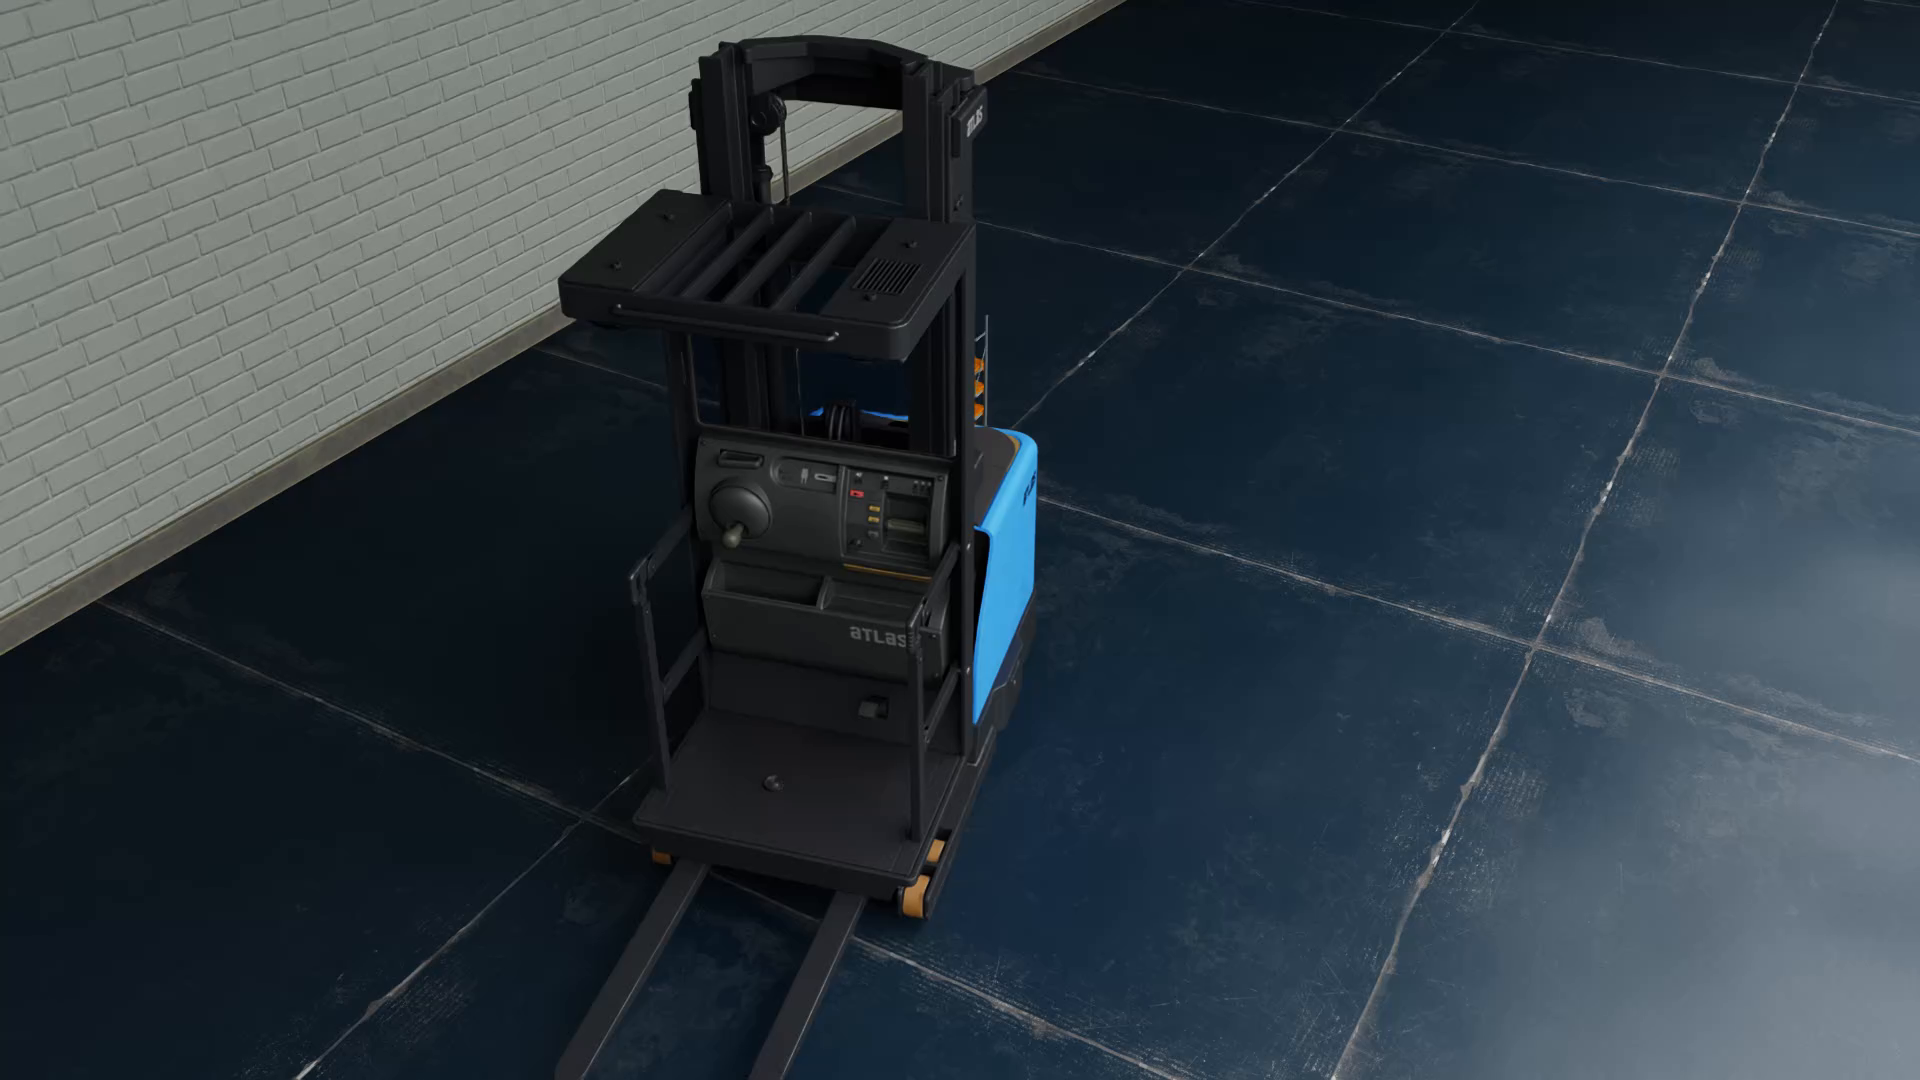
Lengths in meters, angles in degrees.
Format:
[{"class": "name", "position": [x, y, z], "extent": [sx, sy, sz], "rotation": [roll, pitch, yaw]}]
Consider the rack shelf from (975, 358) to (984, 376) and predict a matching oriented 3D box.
[{"class": "rack shelf", "position": [-0.013, -0.766, 7.749], "extent": [0.180, 0.103, 0.258], "rotation": [18, 37, 24]}]

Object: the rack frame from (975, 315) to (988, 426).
[{"class": "rack frame", "position": [0.067, -0.478, 7.886], "extent": [0.006, 1.200, 0.240], "rotation": [18, 37, 24]}]

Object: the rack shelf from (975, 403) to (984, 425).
[{"class": "rack shelf", "position": [-0.013, -0.566, 7.882], "extent": [0.180, 0.103, 0.258], "rotation": [18, 37, 24]}]

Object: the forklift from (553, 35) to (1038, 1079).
[{"class": "forklift", "position": [-0.554, -0.065, 5.704], "extent": [1.130, 2.935, 3.031], "rotation": [9, 35, 13]}]

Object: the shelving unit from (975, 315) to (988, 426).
[{"class": "shelving unit", "position": [-0.013, -0.503, 7.923], "extent": [0.189, 1.200, 0.258], "rotation": [18, 37, 24]}]

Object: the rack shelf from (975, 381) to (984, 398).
[{"class": "rack shelf", "position": [-0.013, -0.666, 7.815], "extent": [0.180, 0.103, 0.258], "rotation": [18, 37, 24]}]
